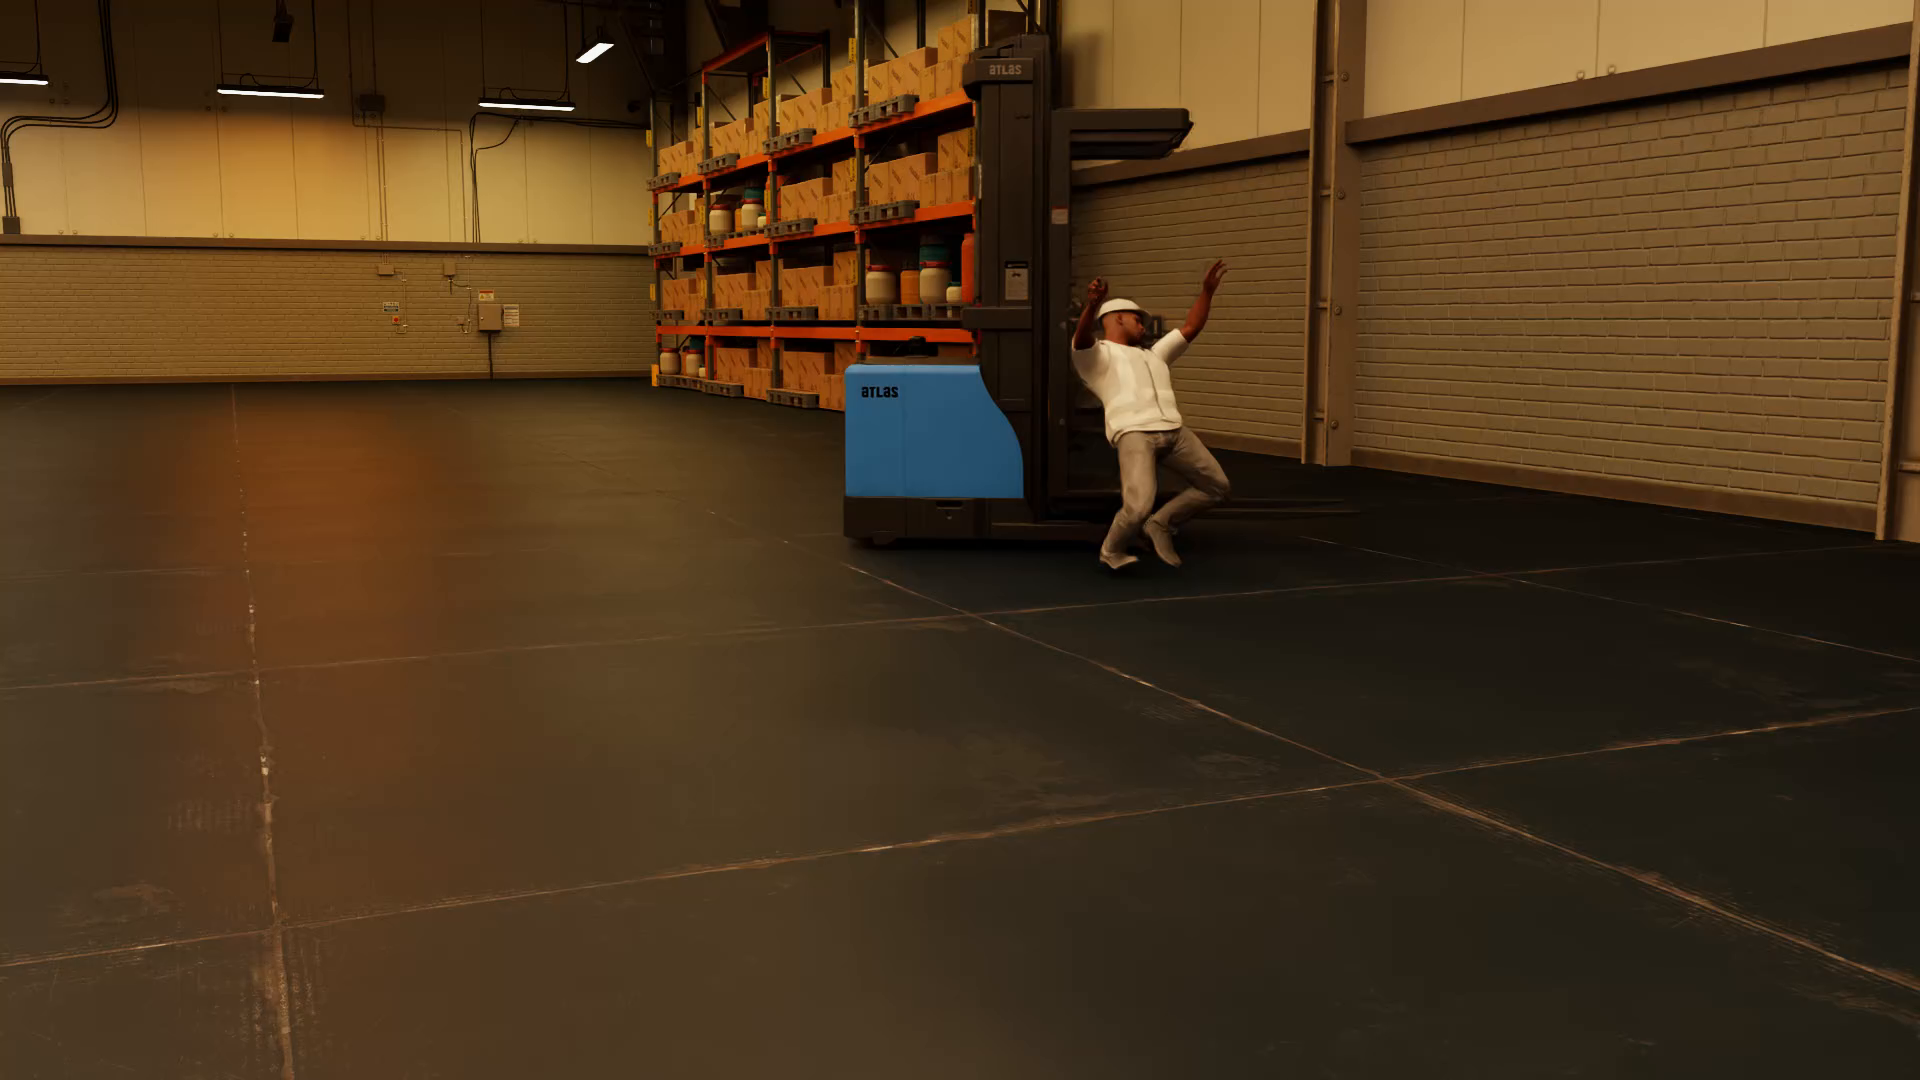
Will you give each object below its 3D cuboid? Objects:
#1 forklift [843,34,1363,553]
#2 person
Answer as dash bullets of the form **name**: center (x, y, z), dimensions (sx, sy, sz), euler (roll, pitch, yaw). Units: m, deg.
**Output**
- **forklift**: center (0.856, -1.450, 9.935), dimensions (3.031, 2.935, 1.130), euler (1, 8, 4)
- **person**: center (0.896, -0.644, 8.715), dimensions (1.035, 1.645, 0.743), euler (-6, 9, -37)
